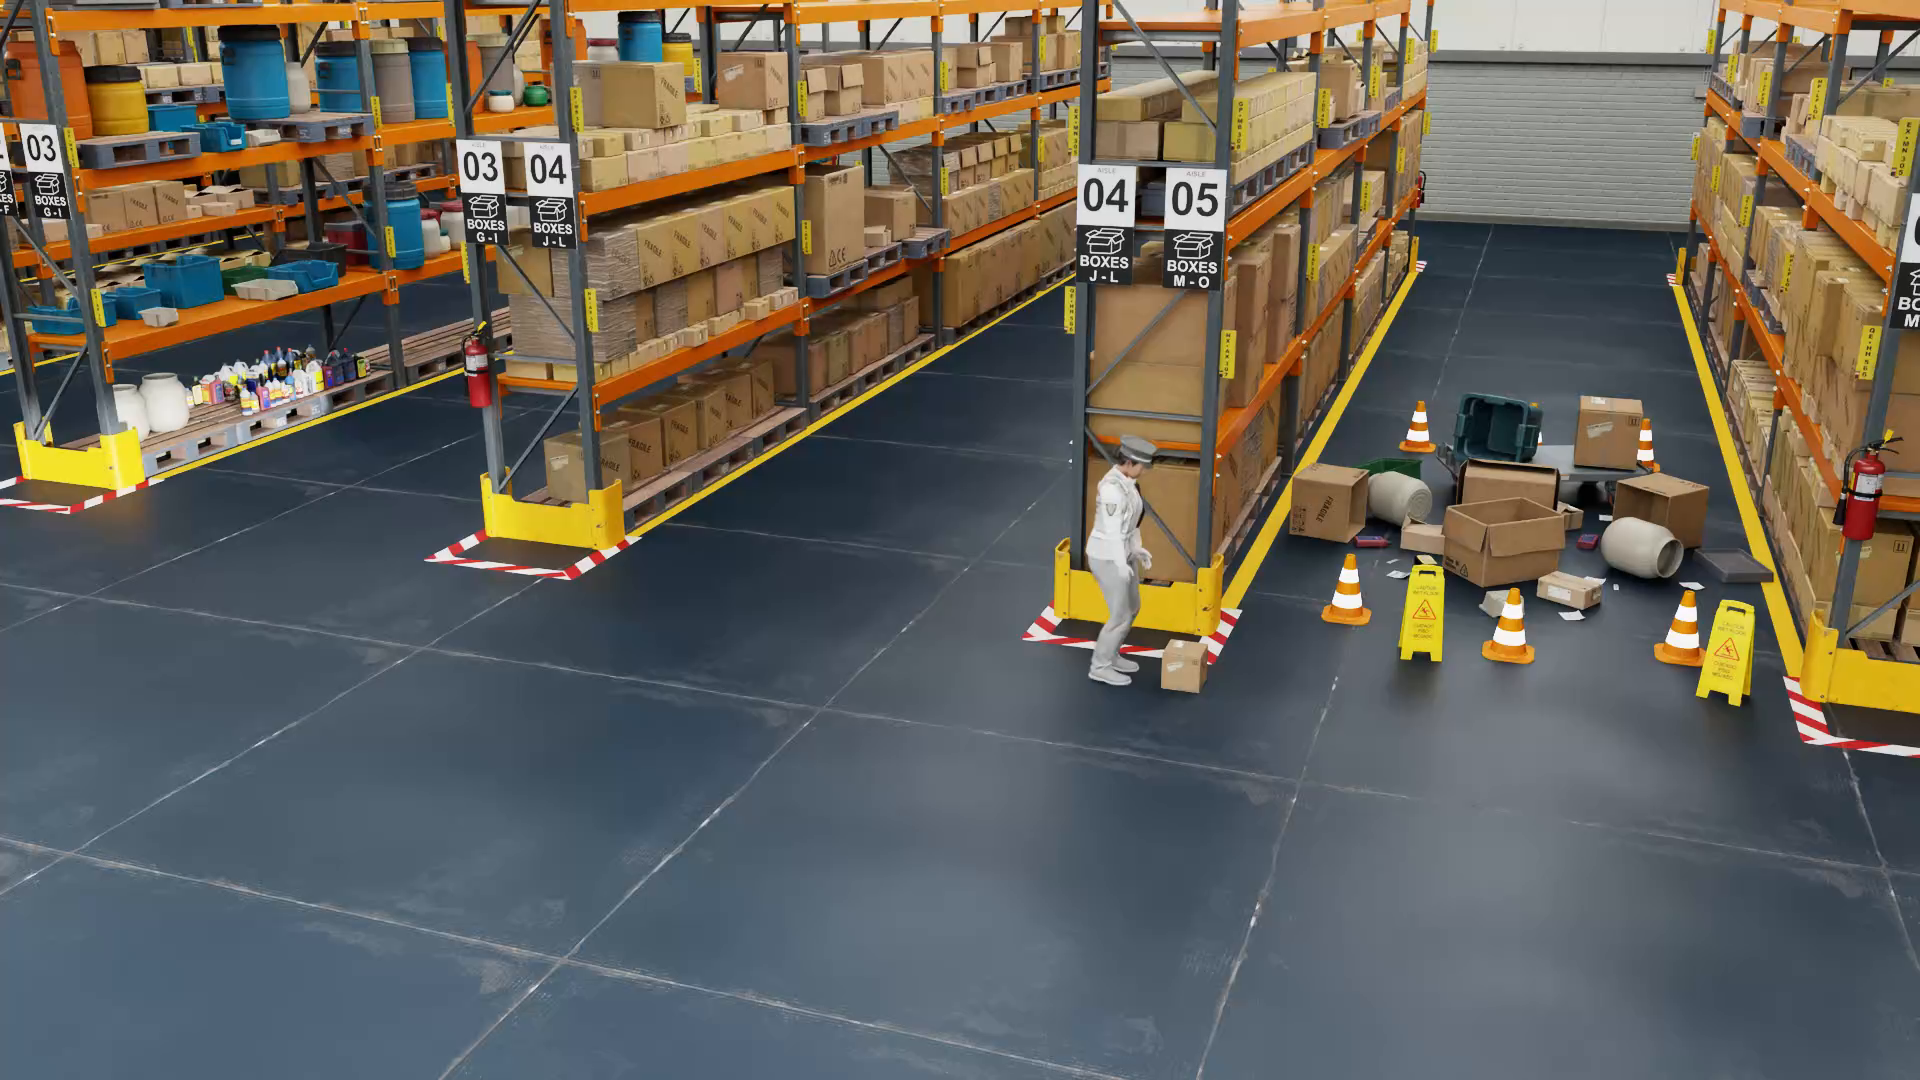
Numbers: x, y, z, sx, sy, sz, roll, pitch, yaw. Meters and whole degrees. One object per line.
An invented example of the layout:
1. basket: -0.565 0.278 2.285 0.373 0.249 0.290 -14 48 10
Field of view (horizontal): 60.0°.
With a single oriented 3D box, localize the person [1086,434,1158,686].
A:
1. person: 1.044 0.117 10.784 0.428 1.635 0.496 7 20 19
